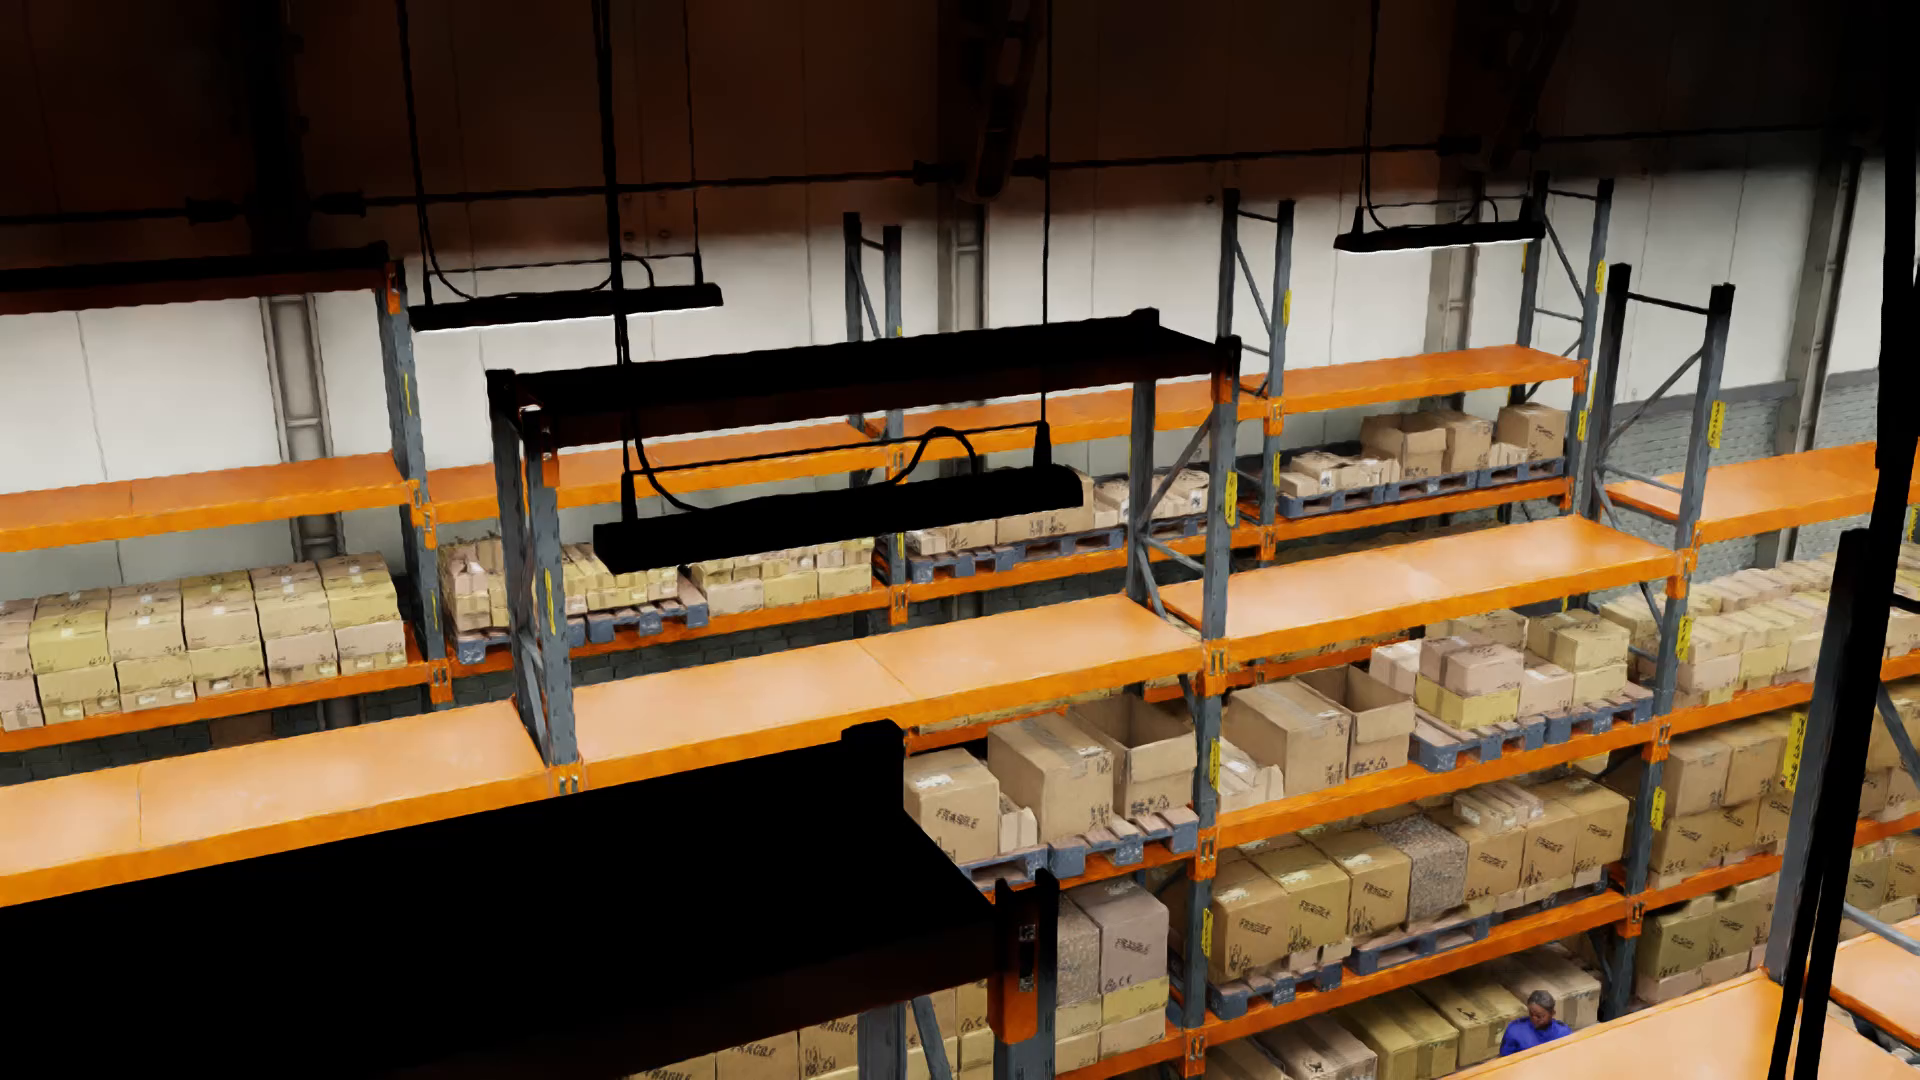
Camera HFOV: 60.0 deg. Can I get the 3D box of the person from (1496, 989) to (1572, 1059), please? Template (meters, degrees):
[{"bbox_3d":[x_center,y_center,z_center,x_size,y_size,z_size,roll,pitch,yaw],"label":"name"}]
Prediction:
[{"bbox_3d":[3.831,3.744,11.160,0.588,1.650,0.556,0,19,0],"label":"person"}]
